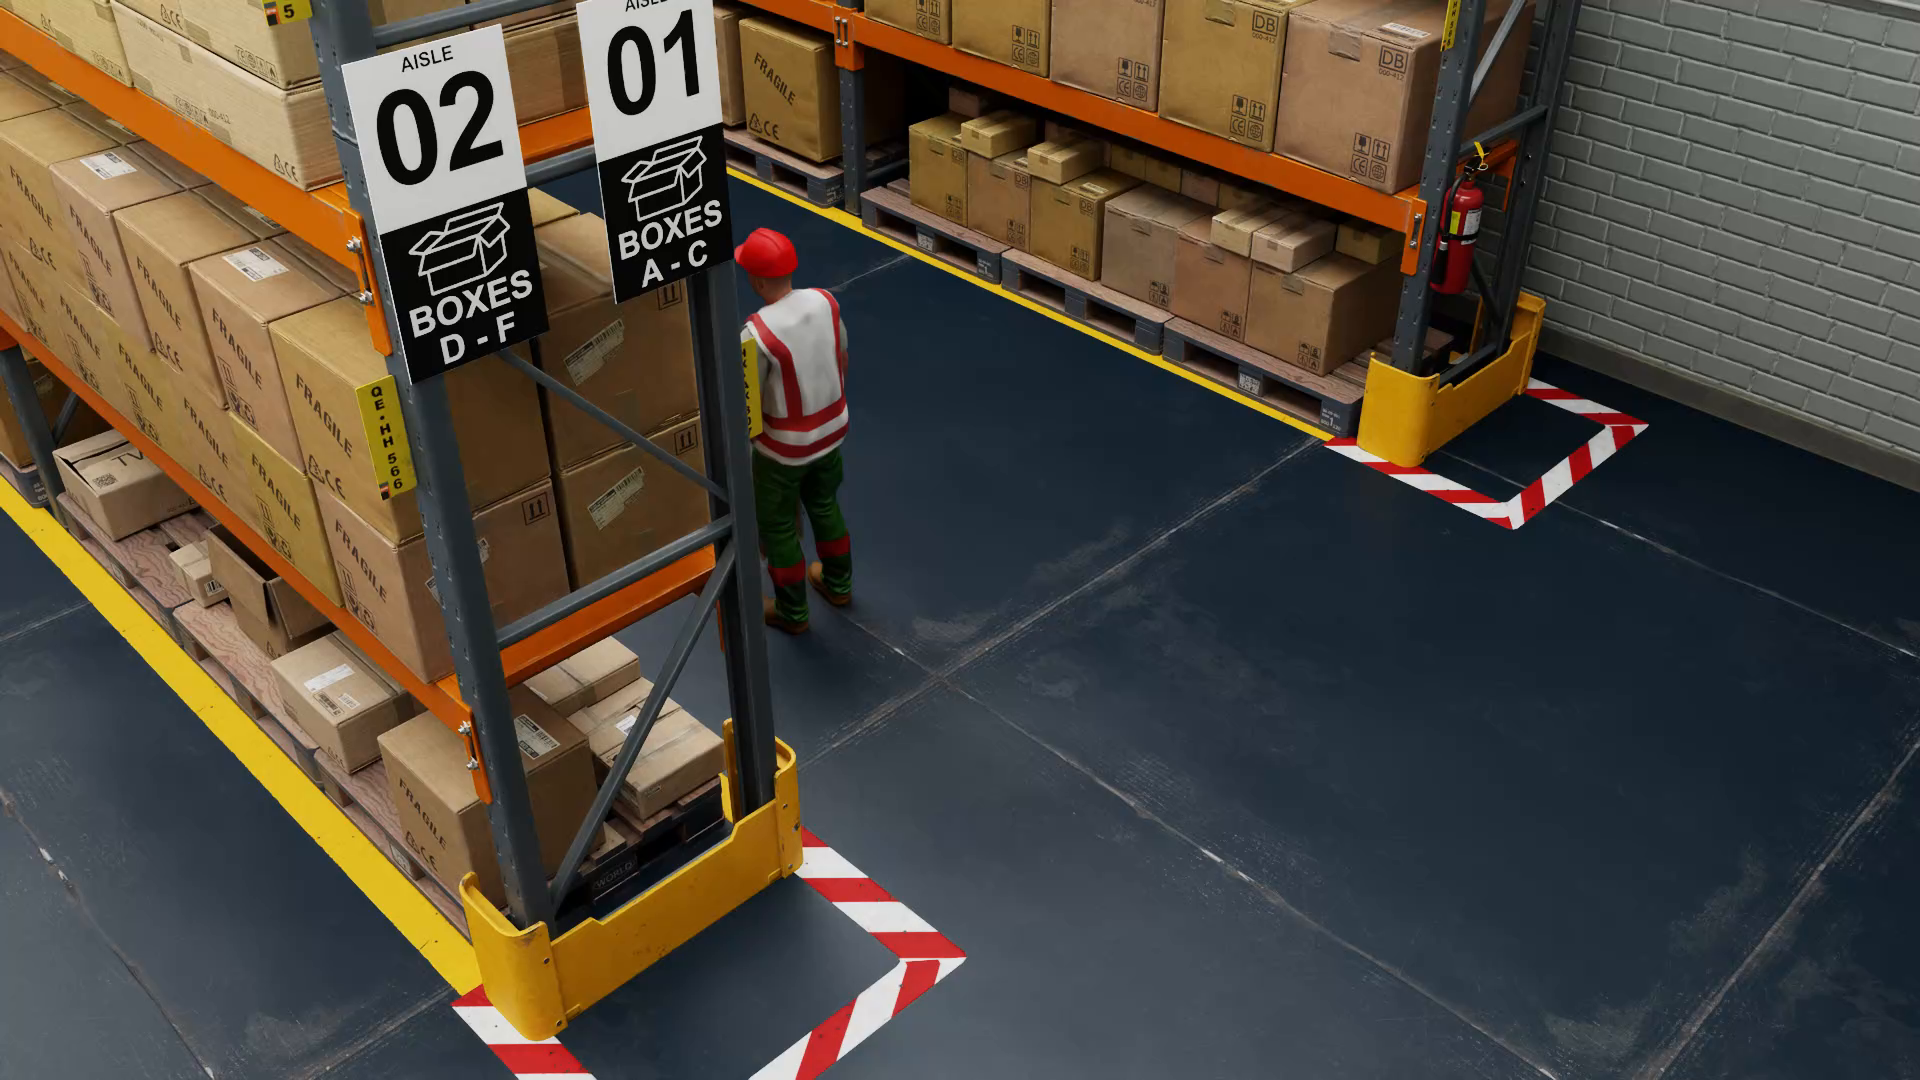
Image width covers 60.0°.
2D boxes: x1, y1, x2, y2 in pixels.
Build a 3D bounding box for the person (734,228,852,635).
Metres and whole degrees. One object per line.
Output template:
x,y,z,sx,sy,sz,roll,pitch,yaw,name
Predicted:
-0.678,-0.418,6.724,0.427,1.783,0.558,28,44,34,person
